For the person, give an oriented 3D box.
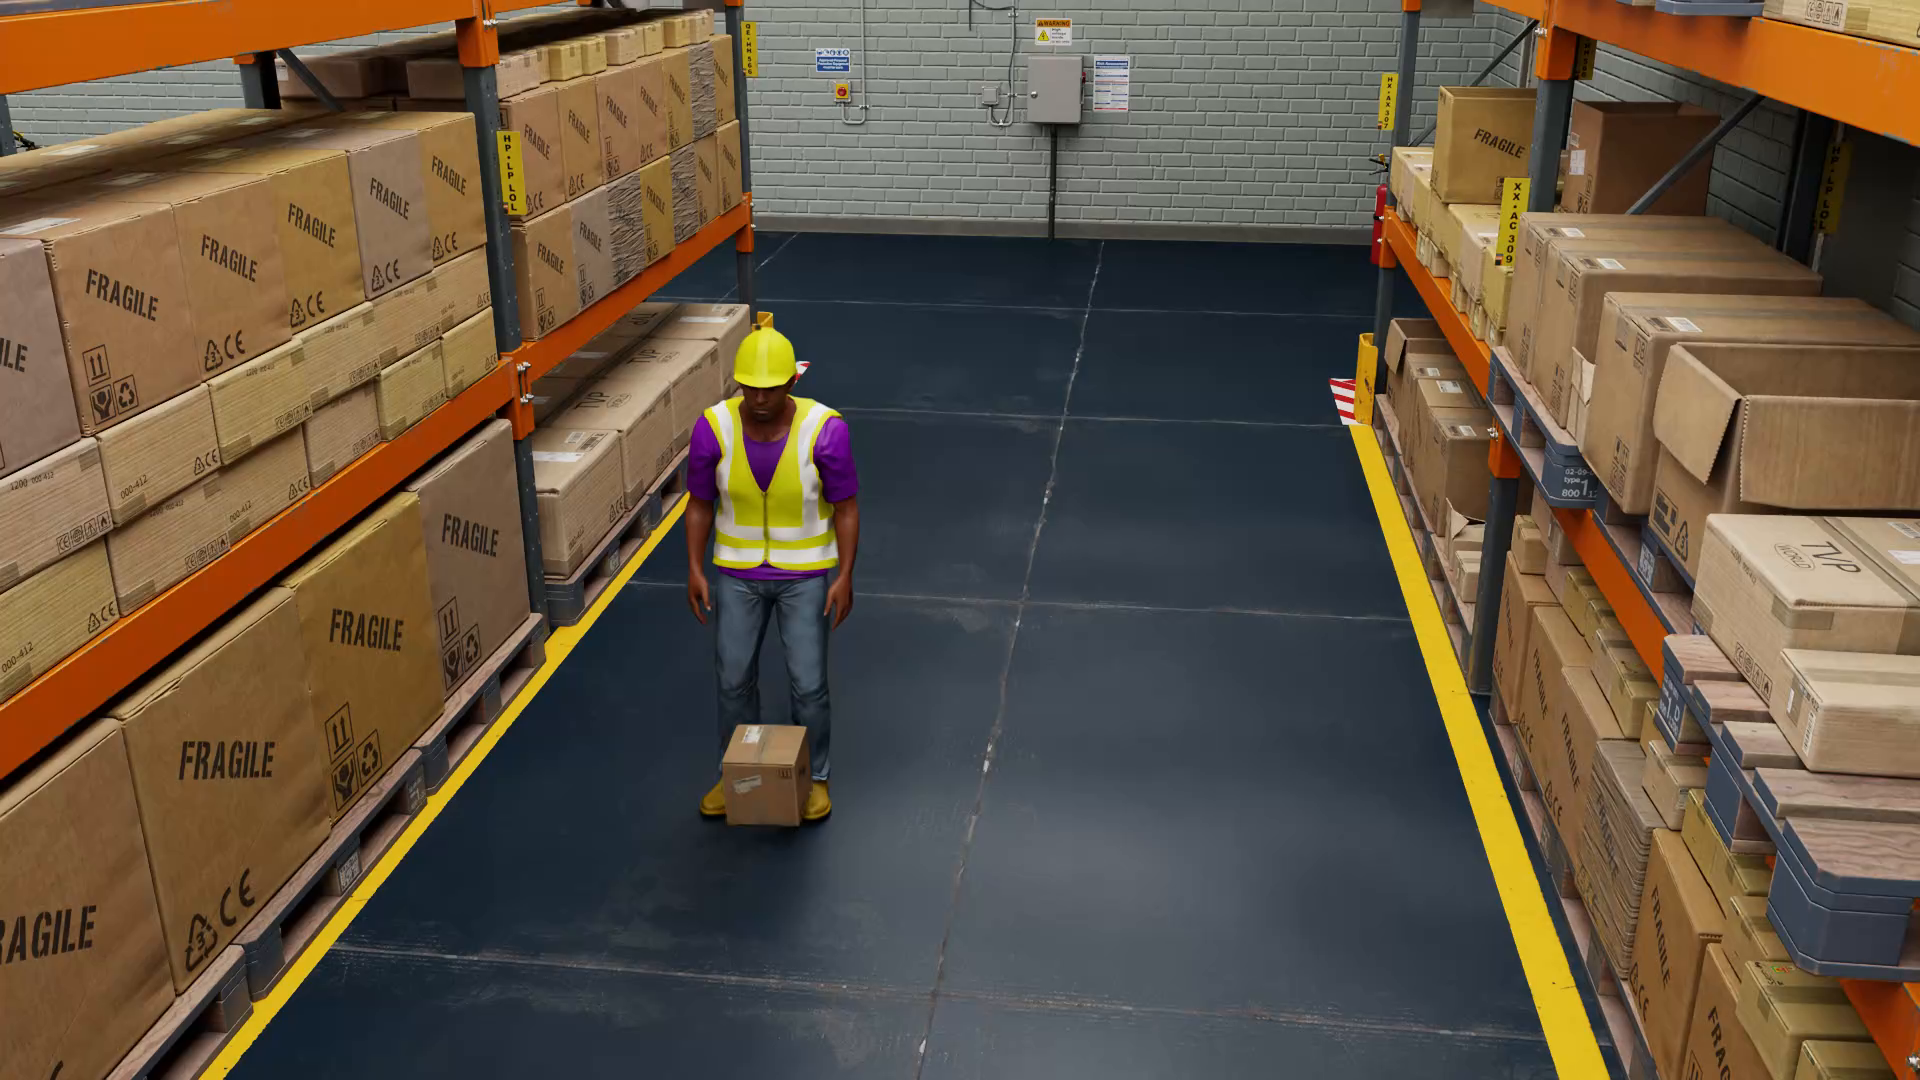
[{"bbox_3d":[-0.646,0.121,5.741,0.604,1.762,0.446,2,21,5],"label":"person"}]
